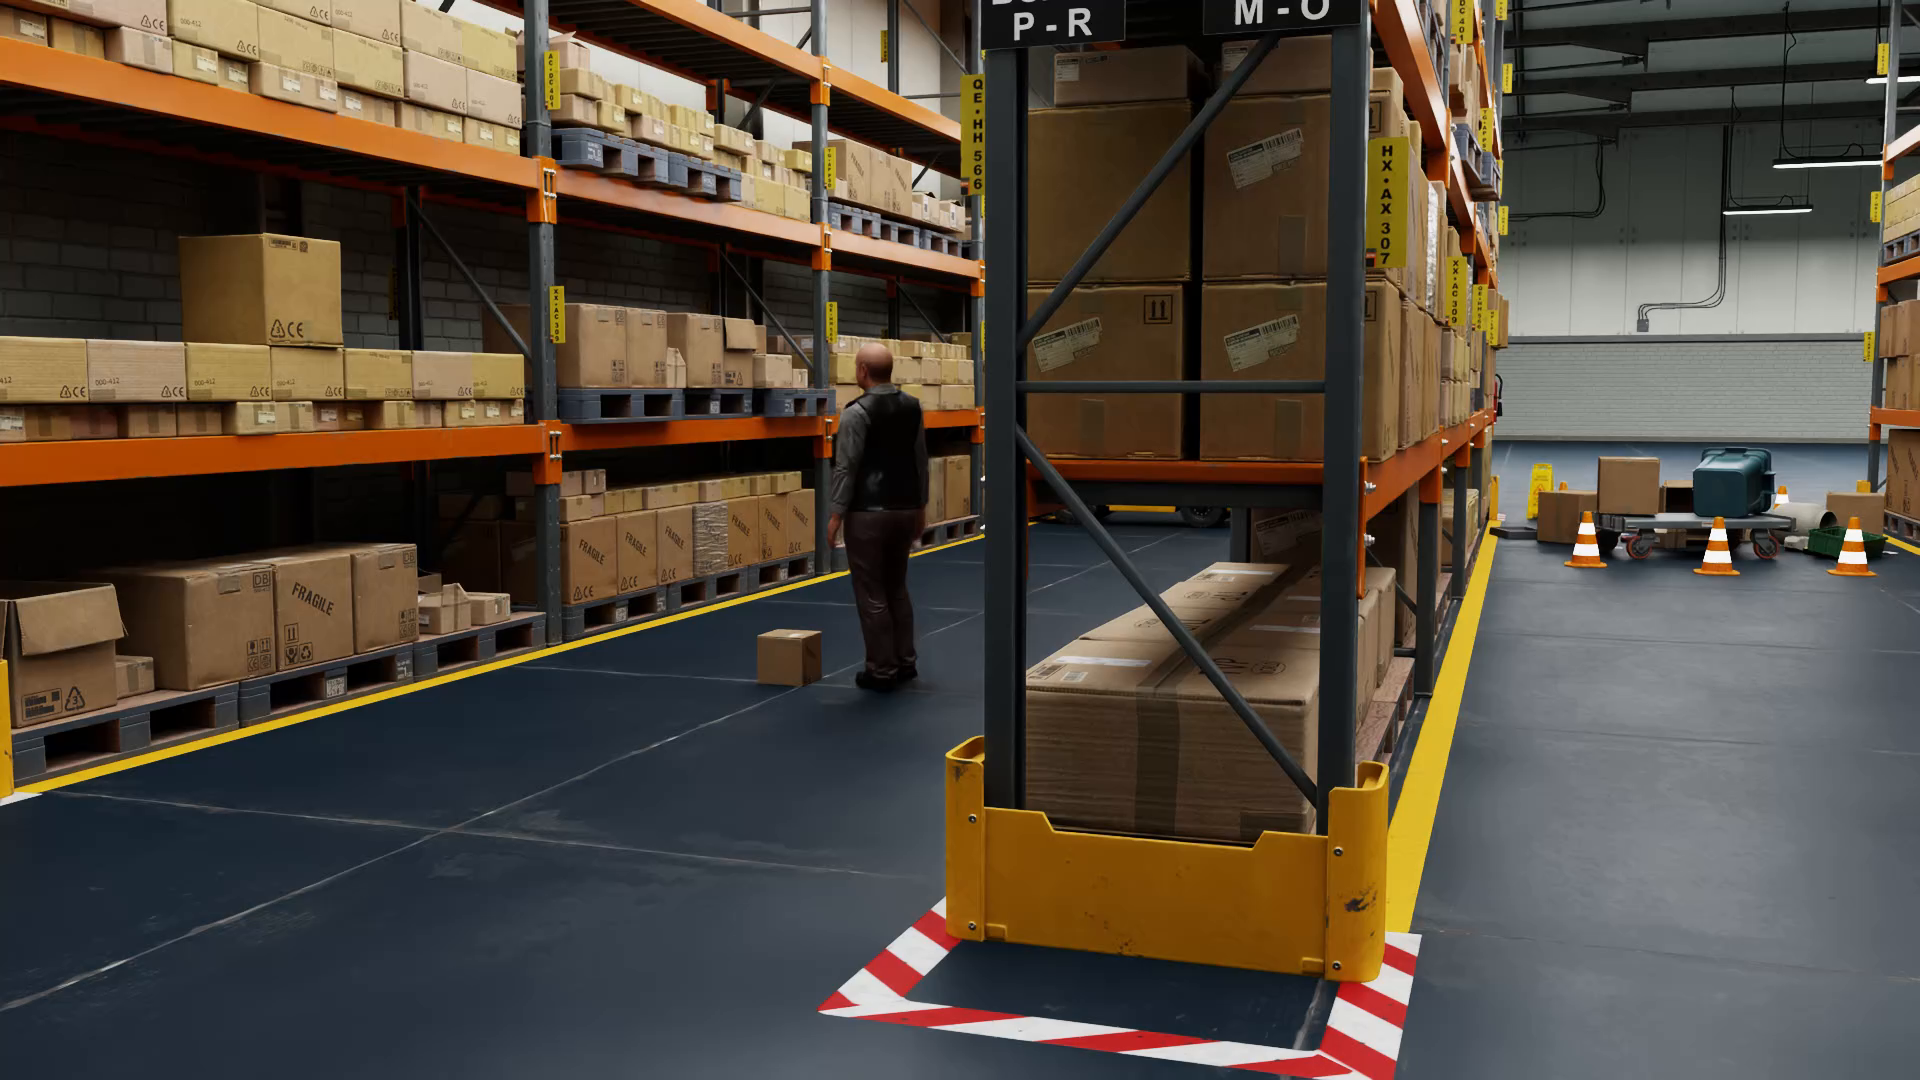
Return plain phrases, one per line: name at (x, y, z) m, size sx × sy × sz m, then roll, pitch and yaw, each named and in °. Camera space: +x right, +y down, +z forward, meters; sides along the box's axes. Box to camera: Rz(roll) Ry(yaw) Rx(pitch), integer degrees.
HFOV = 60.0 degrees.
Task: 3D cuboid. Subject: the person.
person at (-0.418, -0.090, 8.321) m, size 0.611 × 1.778 × 0.415 m, roll -5°, pitch 7°, yaw -45°
